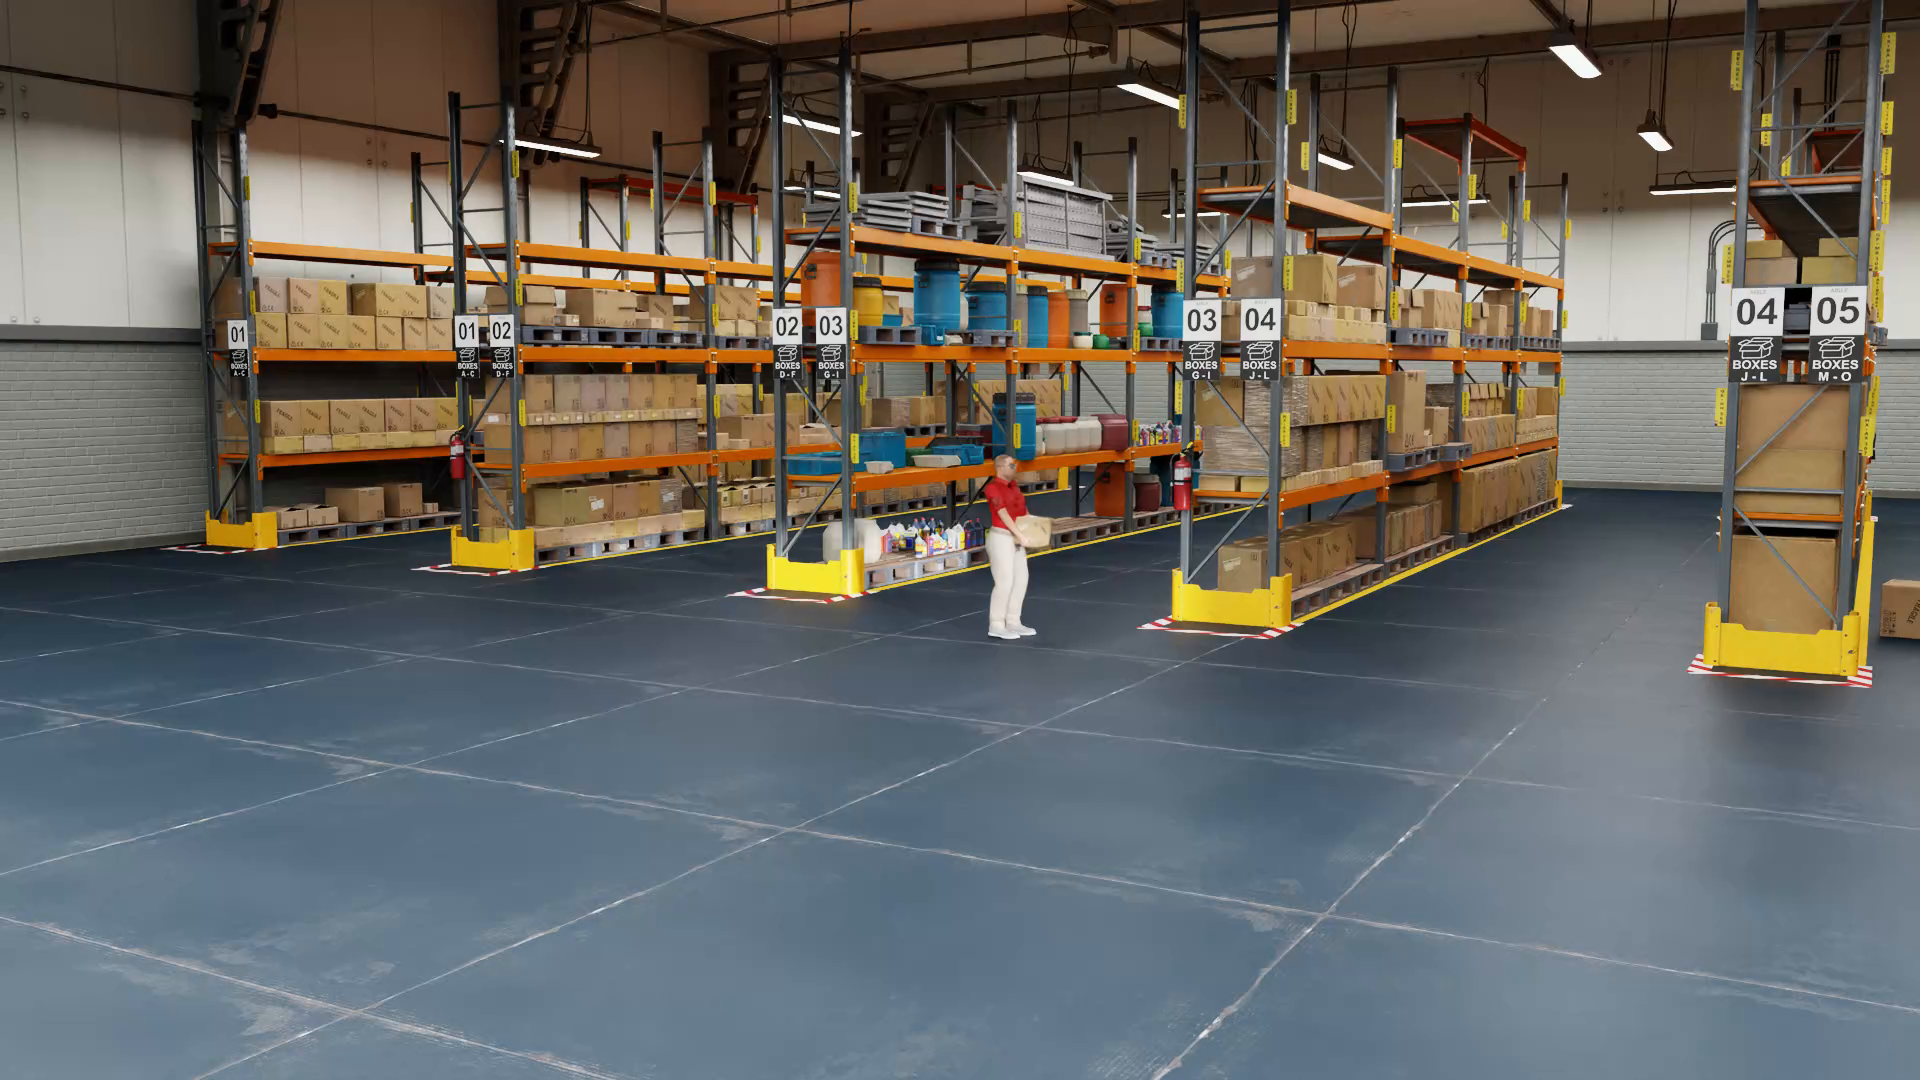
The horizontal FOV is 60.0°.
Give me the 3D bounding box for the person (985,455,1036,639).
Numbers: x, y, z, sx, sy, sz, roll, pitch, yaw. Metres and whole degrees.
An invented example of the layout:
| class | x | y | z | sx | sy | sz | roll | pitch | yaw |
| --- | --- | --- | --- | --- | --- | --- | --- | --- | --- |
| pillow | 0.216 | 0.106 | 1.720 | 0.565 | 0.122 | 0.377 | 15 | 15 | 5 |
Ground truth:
| class | x | y | z | sx | sy | sz | roll | pitch | yaw |
| --- | --- | --- | --- | --- | --- | --- | --- | --- | --- |
| person | 0.534 | 0.057 | 15.721 | 0.531 | 1.719 | 0.494 | 3 | 7 | 29 |
